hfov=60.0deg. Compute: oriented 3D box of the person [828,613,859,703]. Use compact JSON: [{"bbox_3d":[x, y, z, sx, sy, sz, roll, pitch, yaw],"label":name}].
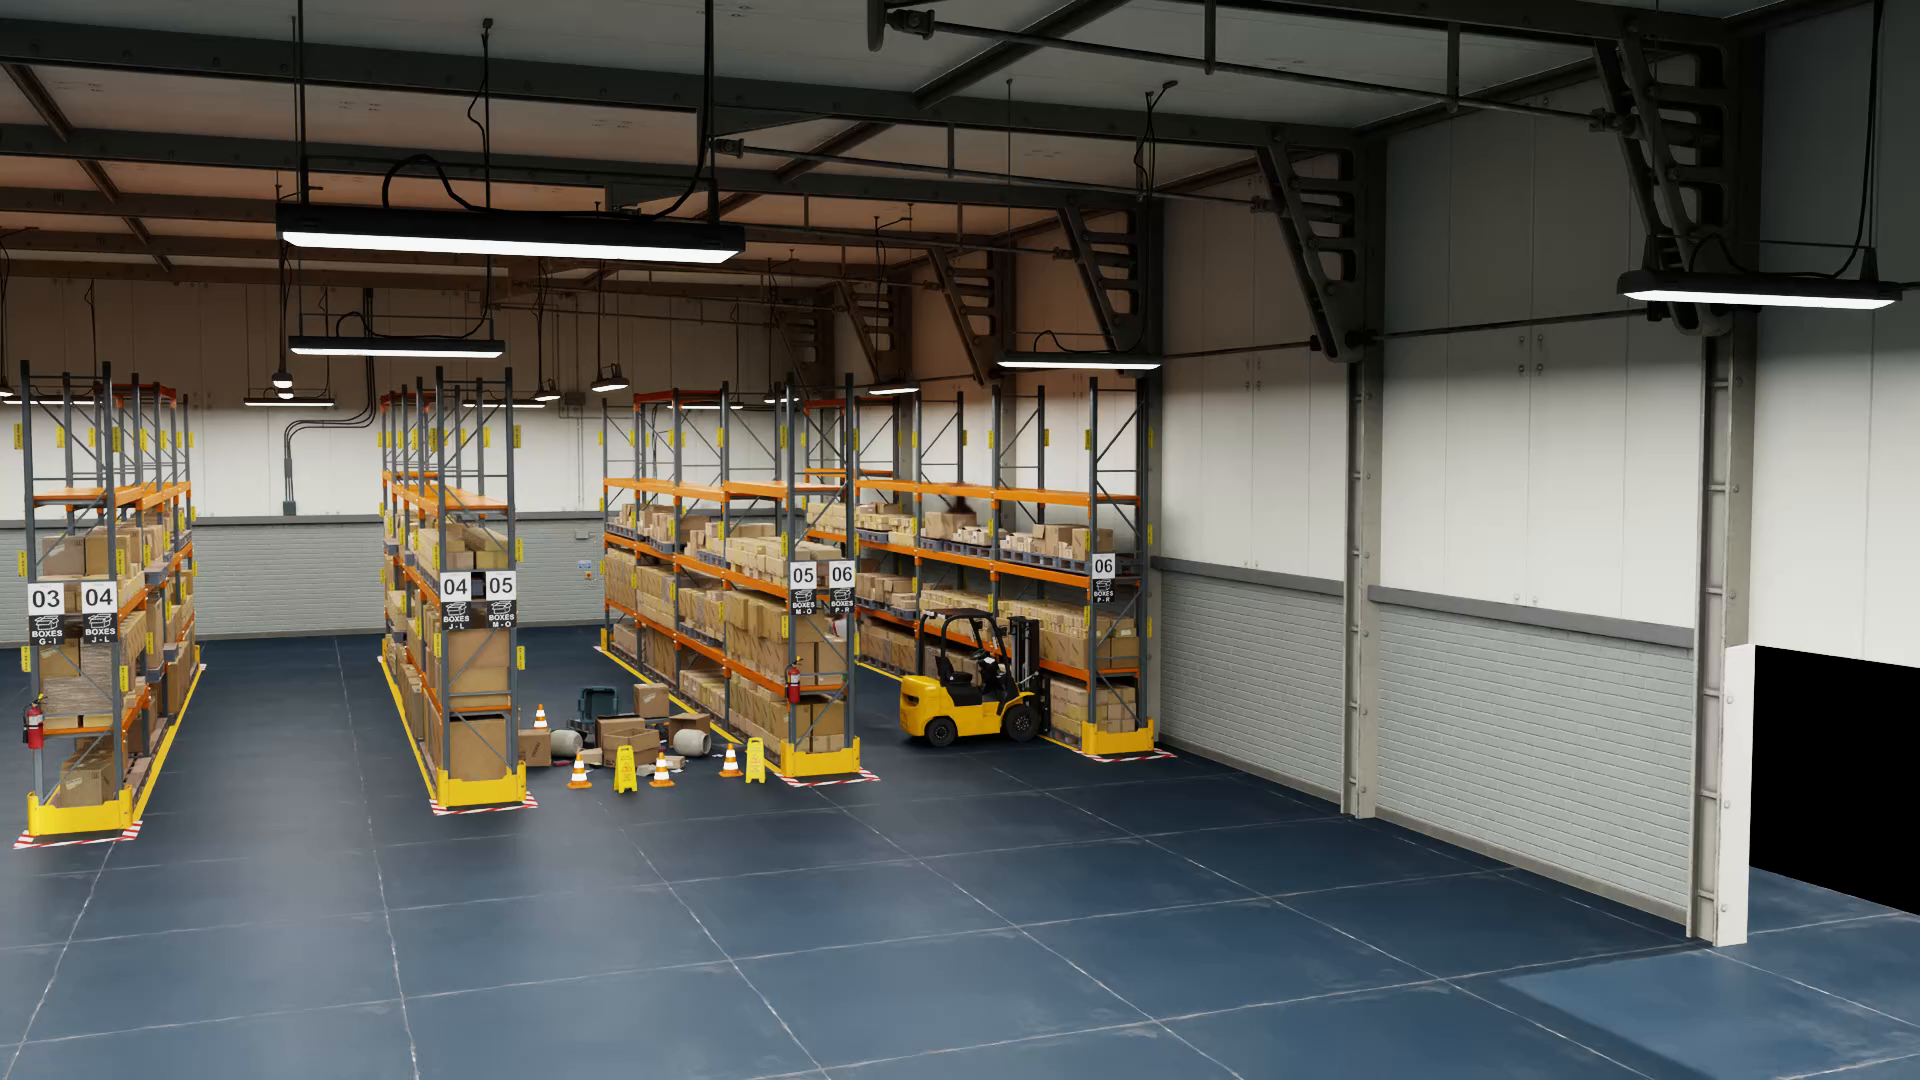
[{"bbox_3d":[-2.144,2.070,30.210,0.519,1.809,0.622,-2,4,-28],"label":"person"}]
